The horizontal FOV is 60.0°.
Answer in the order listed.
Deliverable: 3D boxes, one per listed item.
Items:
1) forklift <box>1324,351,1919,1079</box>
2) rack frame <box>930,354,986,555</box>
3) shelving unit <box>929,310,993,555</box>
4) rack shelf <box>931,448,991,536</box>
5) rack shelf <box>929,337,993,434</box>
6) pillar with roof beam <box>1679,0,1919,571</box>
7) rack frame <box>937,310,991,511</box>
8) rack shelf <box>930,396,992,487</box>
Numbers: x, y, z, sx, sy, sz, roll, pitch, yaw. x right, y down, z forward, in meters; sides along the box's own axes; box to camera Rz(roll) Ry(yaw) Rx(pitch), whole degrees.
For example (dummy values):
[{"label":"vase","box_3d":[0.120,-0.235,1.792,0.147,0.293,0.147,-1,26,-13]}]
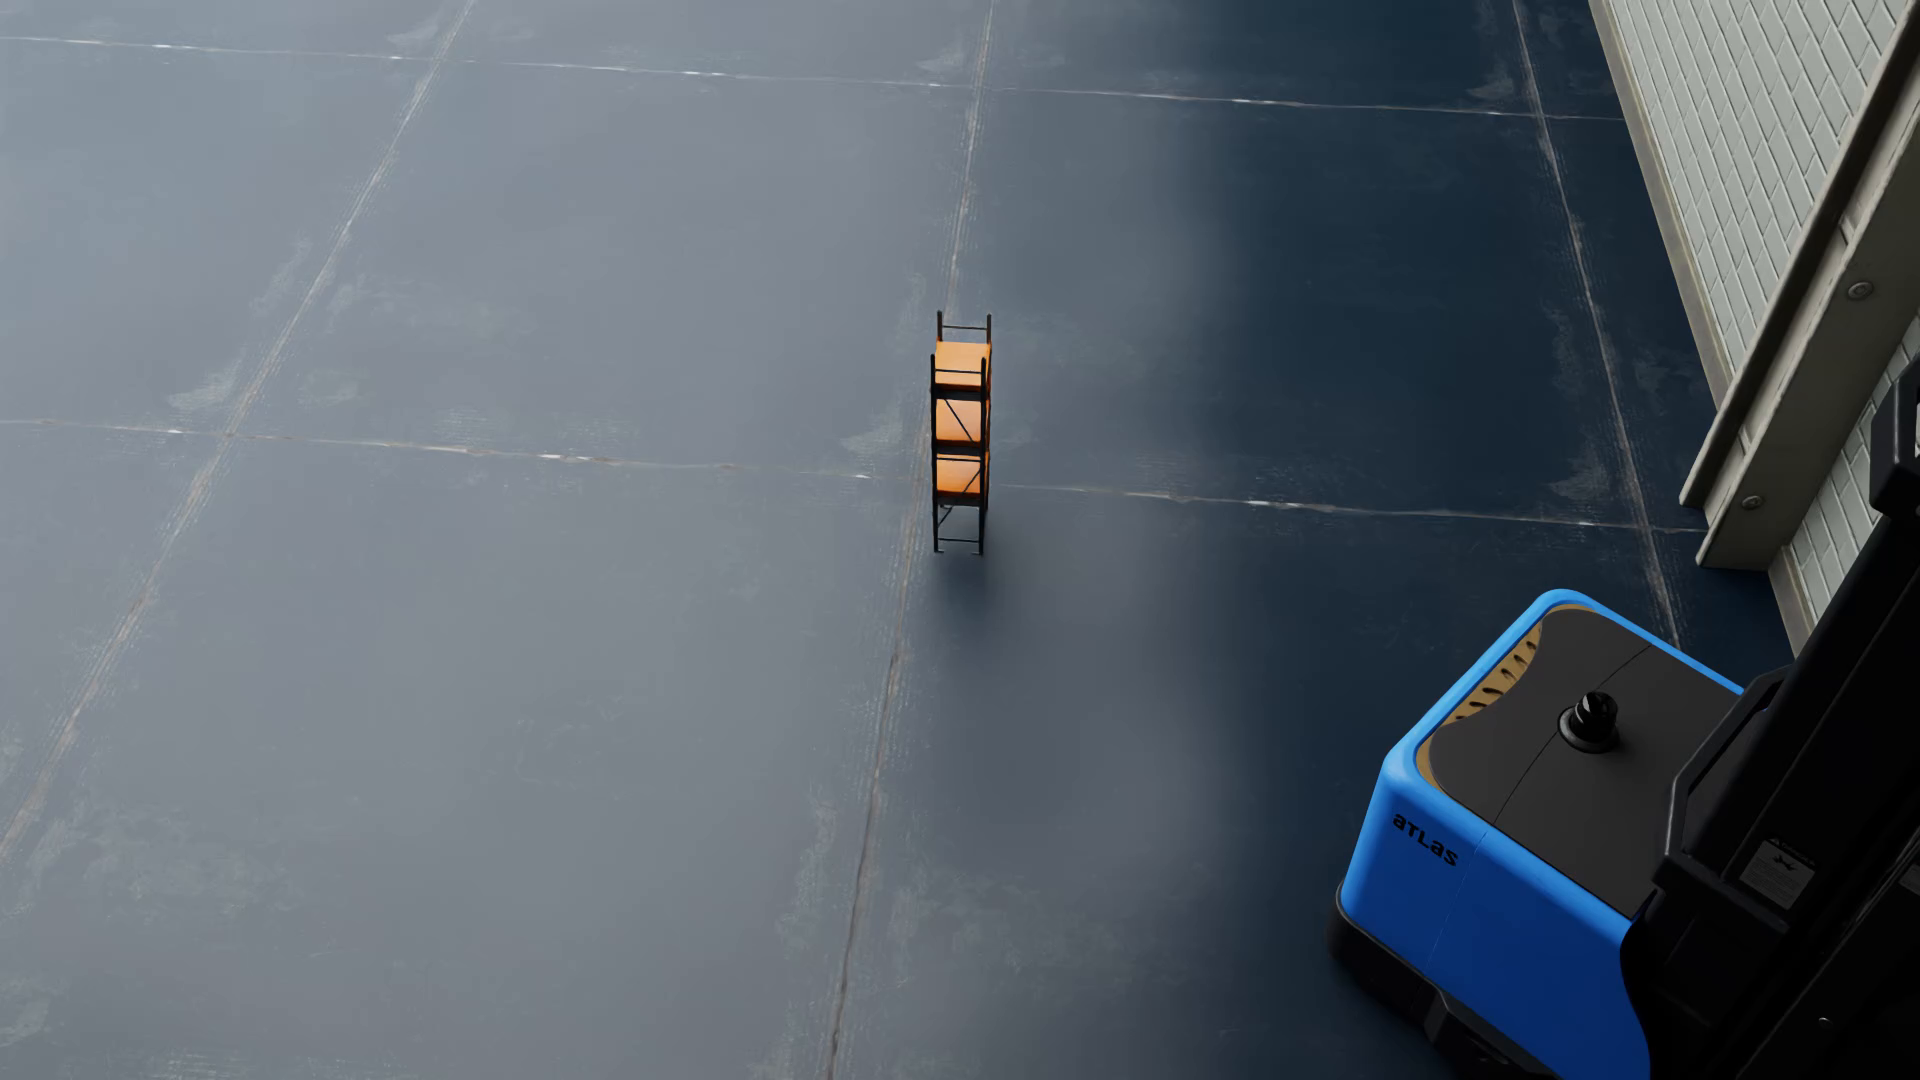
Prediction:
[{"label":"forklift","box_3d":[2.606,0.876,3.988,3.031,2.935,1.130,36,57,28]},{"label":"rack frame","box_3d":[-0.006,-0.304,6.342,0.200,1.050,0.008,4,48,4]},{"label":"shelving unit","box_3d":[0.005,-0.394,6.424,0.215,1.050,0.252,4,48,4]},{"label":"rack shelf","box_3d":[0.005,-0.199,6.637,0.215,0.259,0.240,4,48,4]},{"label":"rack shelf","box_3d":[0.005,-0.578,6.223,0.215,0.259,0.240,4,48,4]},{"label":"pillar with roof beam","box_3d":[-1.151,-3.356,3.747,9.100,9.000,0.400,4,48,4]},{"label":"rack frame","box_3d":[0.016,-0.483,6.506,0.200,1.050,0.008,4,48,4]},{"label":"rack shelf","box_3d":[0.005,-0.387,6.432,0.215,0.259,0.240,4,48,4]}]
